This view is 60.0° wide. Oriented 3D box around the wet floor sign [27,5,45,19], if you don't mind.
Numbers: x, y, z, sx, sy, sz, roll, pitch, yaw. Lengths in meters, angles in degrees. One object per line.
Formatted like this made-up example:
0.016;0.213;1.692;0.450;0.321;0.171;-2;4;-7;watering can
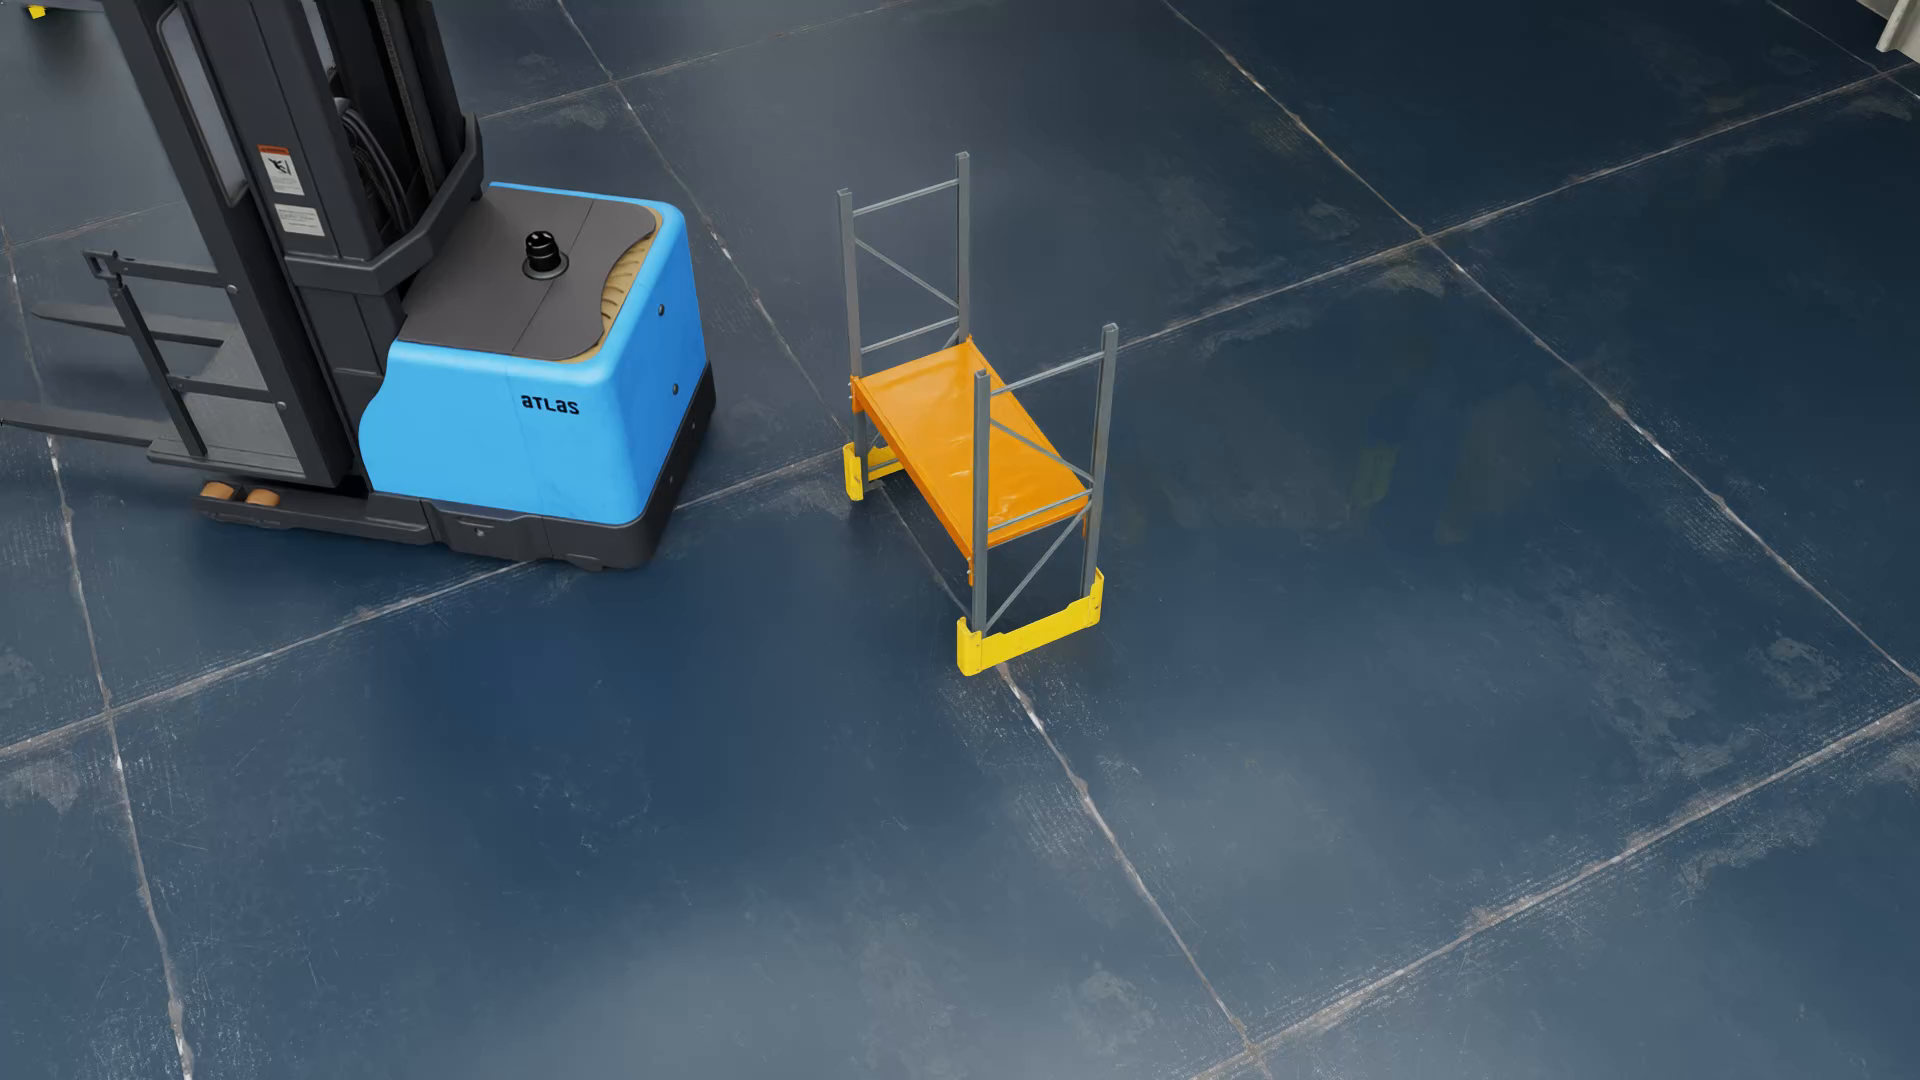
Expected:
-5.060;-3.207;9.019;0.267;0.644;0.232;-30;55;-23;wet floor sign

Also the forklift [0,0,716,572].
-2.603;-1.393;5.914;3.031;2.935;1.130;8;49;7;forklift

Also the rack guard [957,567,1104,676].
0.263;0.302;6.212;0.587;0.250;0.087;-21;52;-18;rack guard

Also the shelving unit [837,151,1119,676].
-3.462;-5.656;10.394;0.587;1.800;16.366;-21;52;-18;shelving unit

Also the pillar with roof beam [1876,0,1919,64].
1.334;-4.058;4.213;9.100;9.000;0.400;-21;52;-18;pillar with roof beam

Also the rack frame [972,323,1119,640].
-3.455;-5.662;10.399;0.520;1.800;16.358;-21;52;-18;rack frame

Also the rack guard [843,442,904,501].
-0.193;-0.365;6.795;0.587;0.250;0.087;-21;52;-18;rack guard

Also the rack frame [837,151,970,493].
-0.194;-0.777;6.326;0.500;1.500;0.032;-21;52;-18;rack frame

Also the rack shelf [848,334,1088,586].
0.039;-0.318;6.164;0.538;0.185;1.000;-21;52;-18;rack shelf
